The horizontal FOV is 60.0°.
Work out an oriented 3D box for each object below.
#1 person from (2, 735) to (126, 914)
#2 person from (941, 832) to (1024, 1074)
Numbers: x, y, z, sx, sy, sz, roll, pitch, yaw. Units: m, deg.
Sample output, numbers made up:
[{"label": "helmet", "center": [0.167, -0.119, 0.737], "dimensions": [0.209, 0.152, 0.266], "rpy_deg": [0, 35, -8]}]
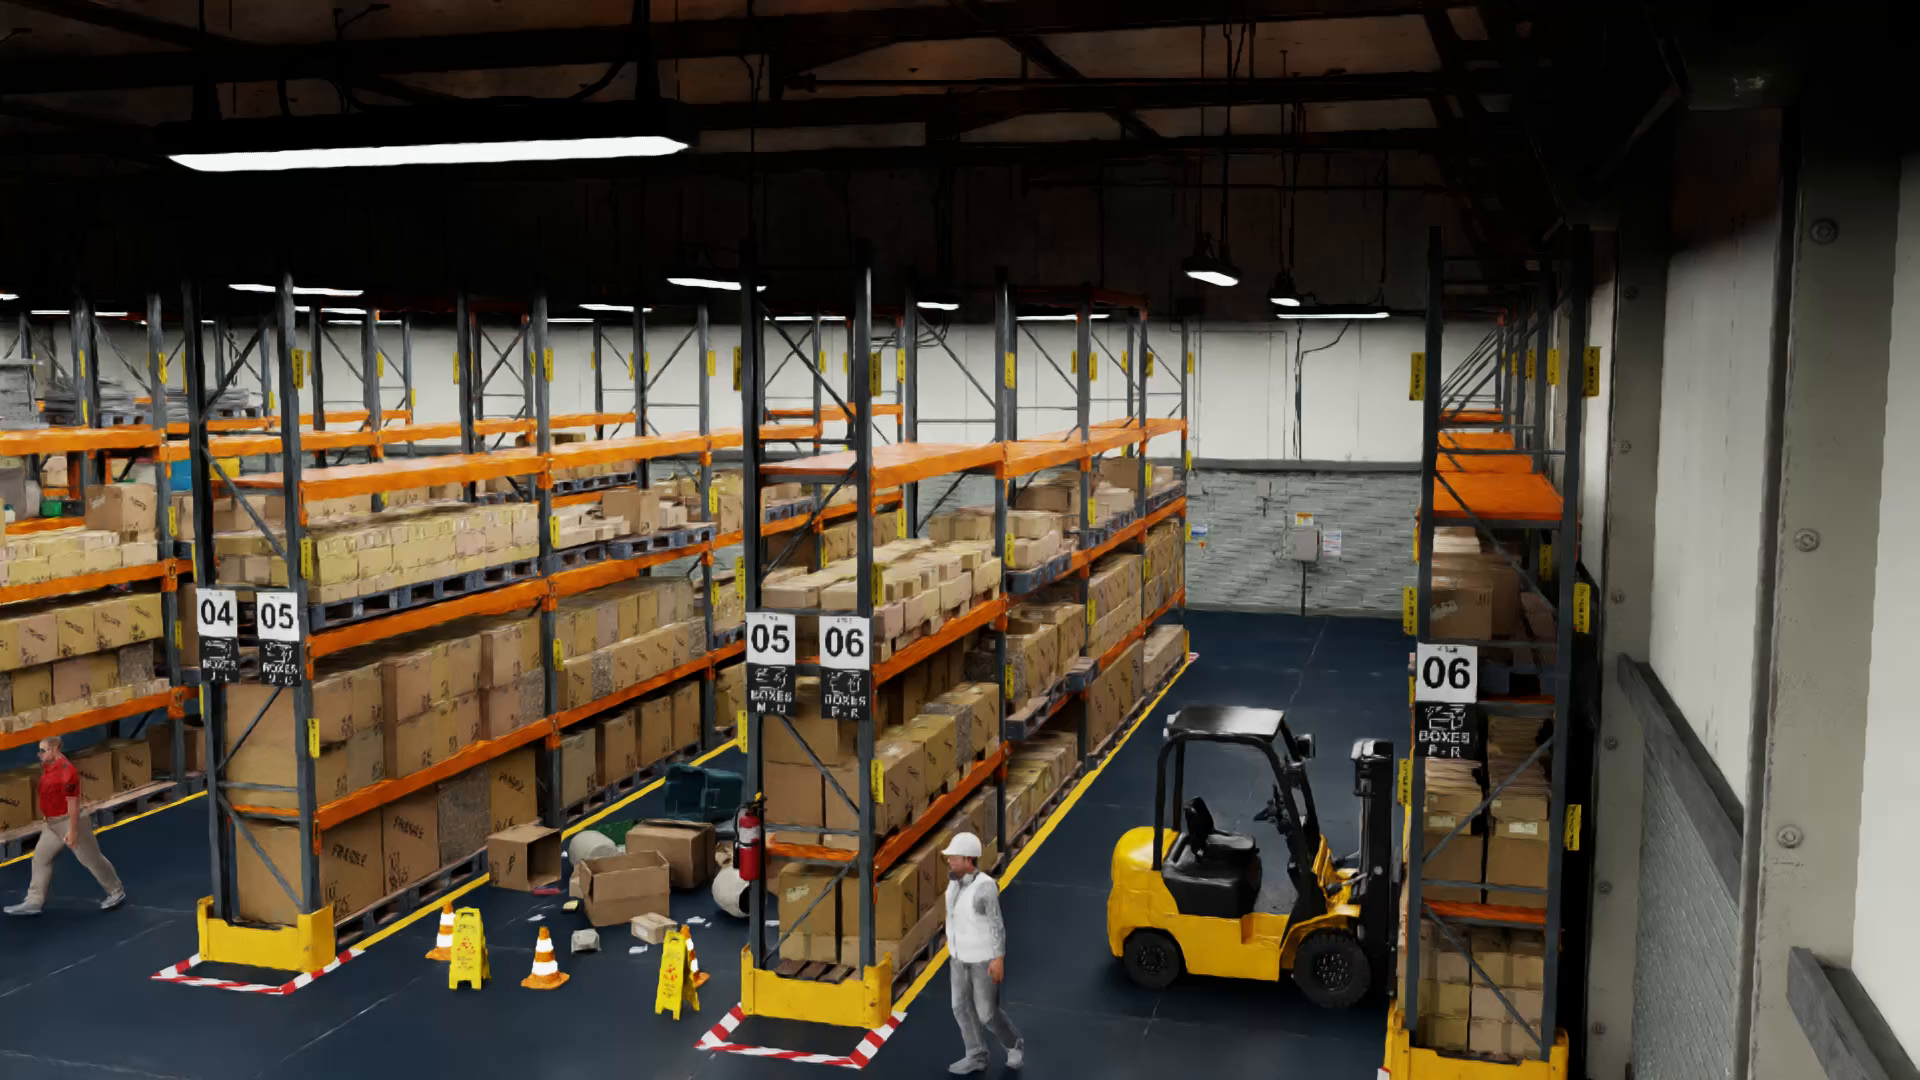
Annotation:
[{"label": "person", "center": [-8.285, 2.621, 15.350], "dimensions": [0.586, 1.674, 0.967], "rpy_deg": [5, 8, 40]}, {"label": "person", "center": [0.159, 2.960, 11.974], "dimensions": [0.565, 1.762, 0.583], "rpy_deg": [-5, 8, -37]}]
